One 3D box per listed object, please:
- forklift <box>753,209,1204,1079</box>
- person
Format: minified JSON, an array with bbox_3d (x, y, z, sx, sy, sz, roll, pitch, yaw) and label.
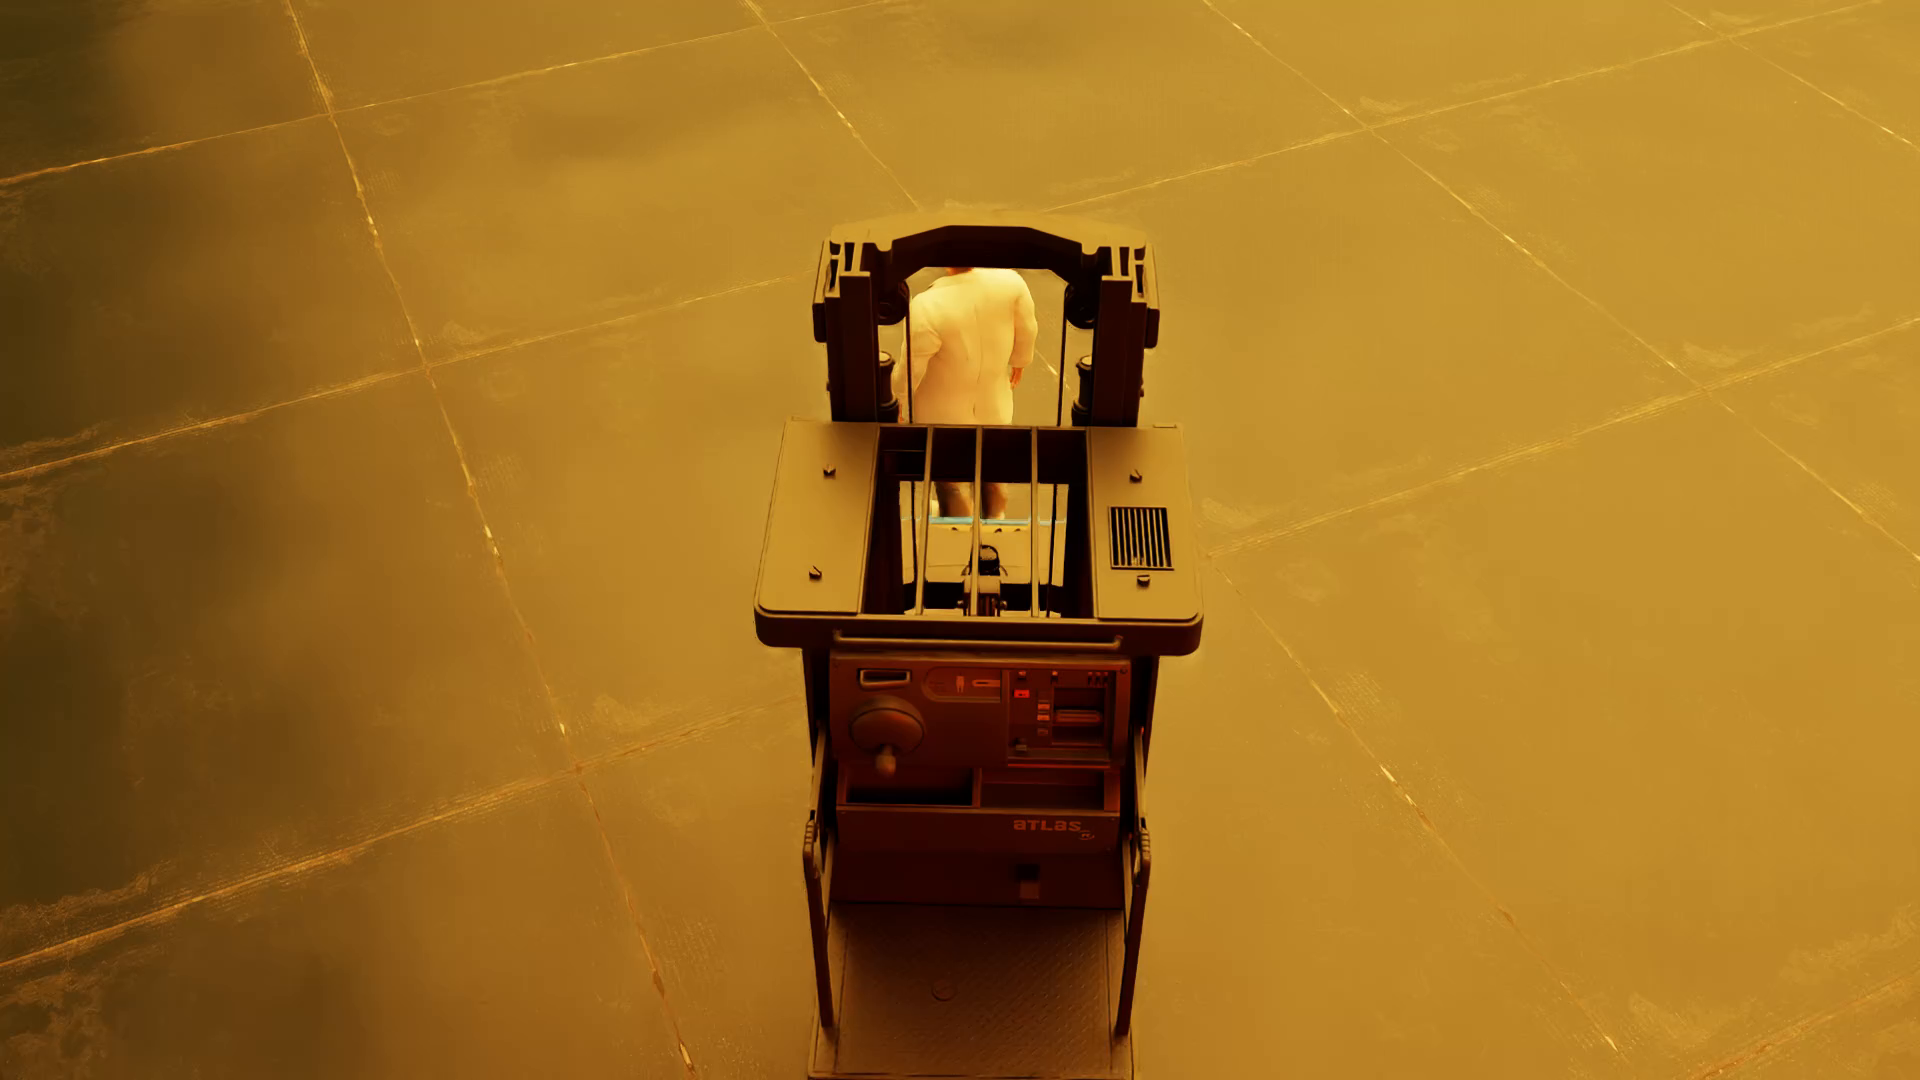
[{"bbox_3d":[0.056,0.630,5.005,1.130,2.935,3.031,1,43,1],"label":"forklift"},{"bbox_3d":[-0.034,-0.713,7.278,0.698,1.777,0.580,-18,46,-18],"label":"person"}]
